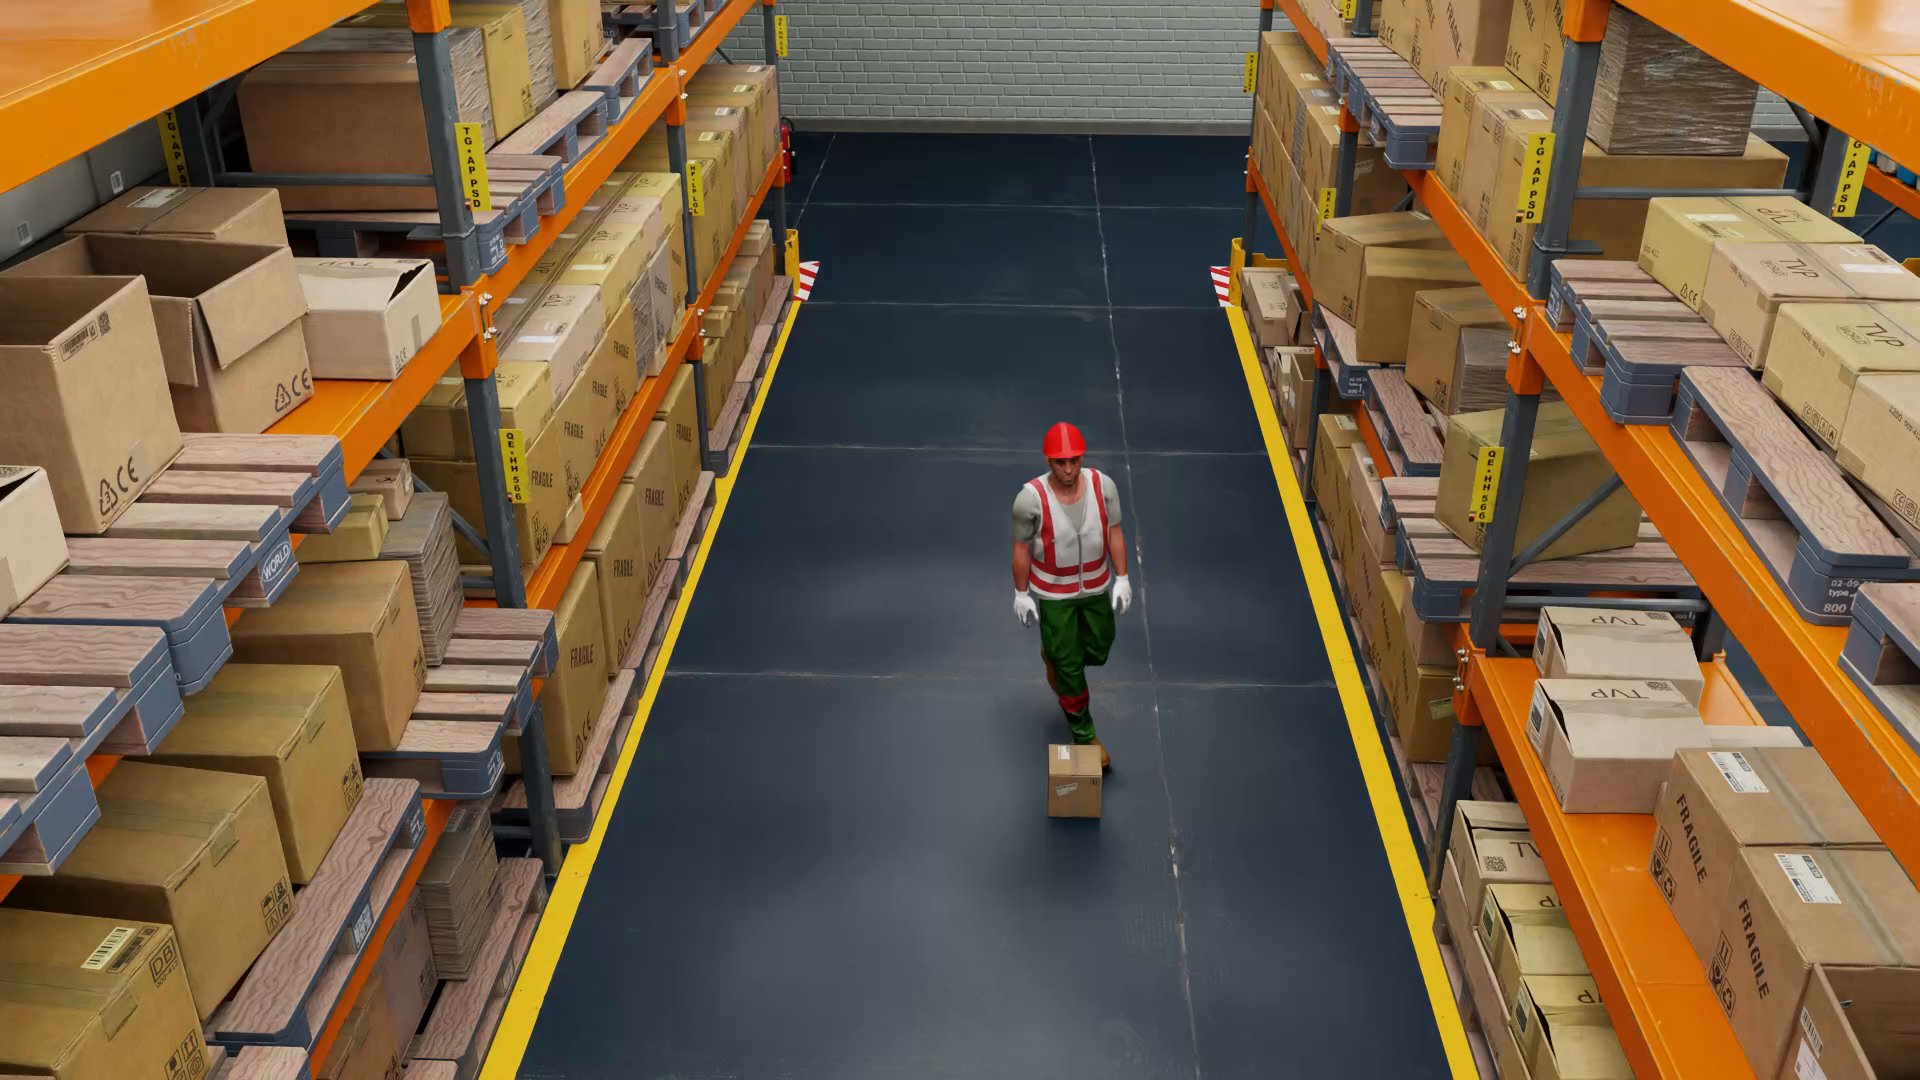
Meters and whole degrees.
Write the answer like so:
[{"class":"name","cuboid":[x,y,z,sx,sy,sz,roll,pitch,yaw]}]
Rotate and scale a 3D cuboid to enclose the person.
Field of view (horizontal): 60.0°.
[{"class":"person","cuboid":[0.525,0.214,8.185,0.583,1.778,0.798,-10,29,-18]}]
